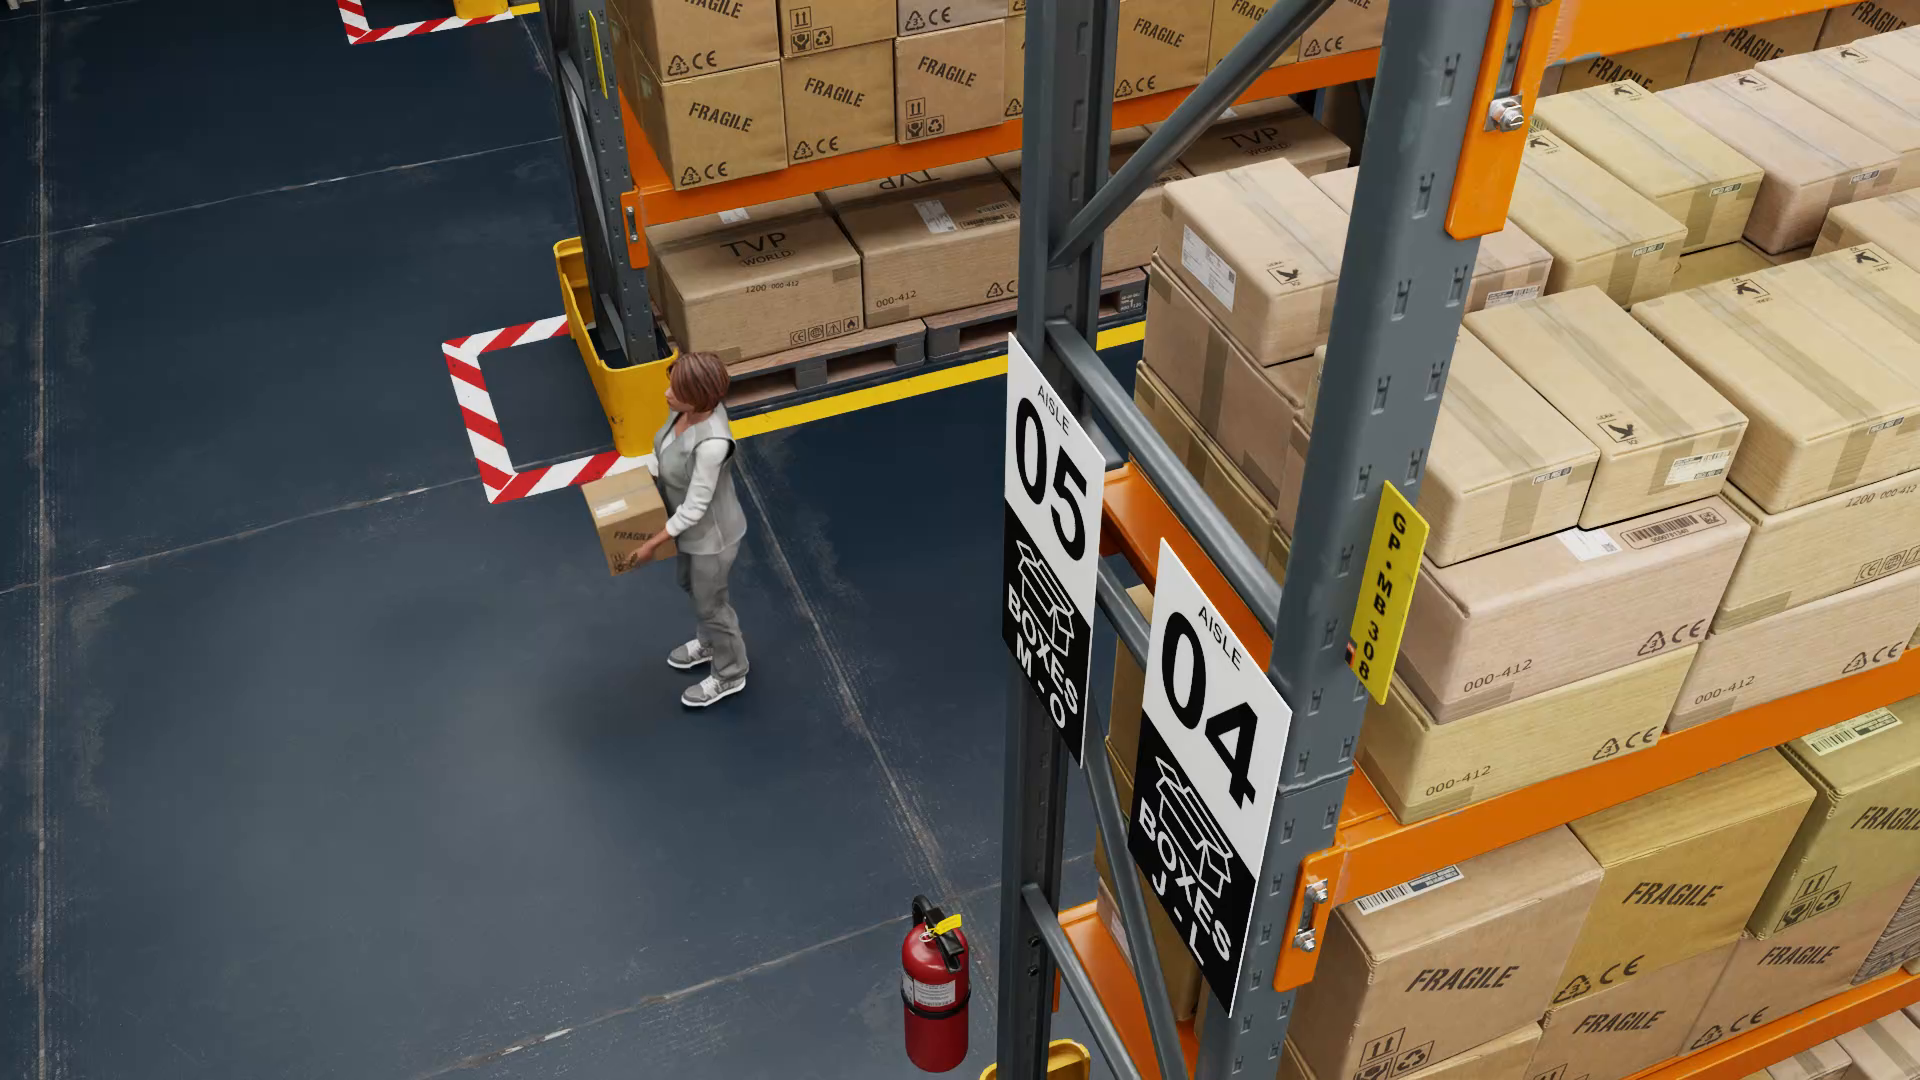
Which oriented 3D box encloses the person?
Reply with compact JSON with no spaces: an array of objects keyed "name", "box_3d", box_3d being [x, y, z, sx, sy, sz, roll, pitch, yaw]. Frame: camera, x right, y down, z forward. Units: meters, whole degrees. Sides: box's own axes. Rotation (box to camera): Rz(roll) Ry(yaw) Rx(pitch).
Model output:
[{"name":"person","box_3d":[-1.032,-0.013,6.183,0.477,1.592,0.412,-16,45,-16]}]
